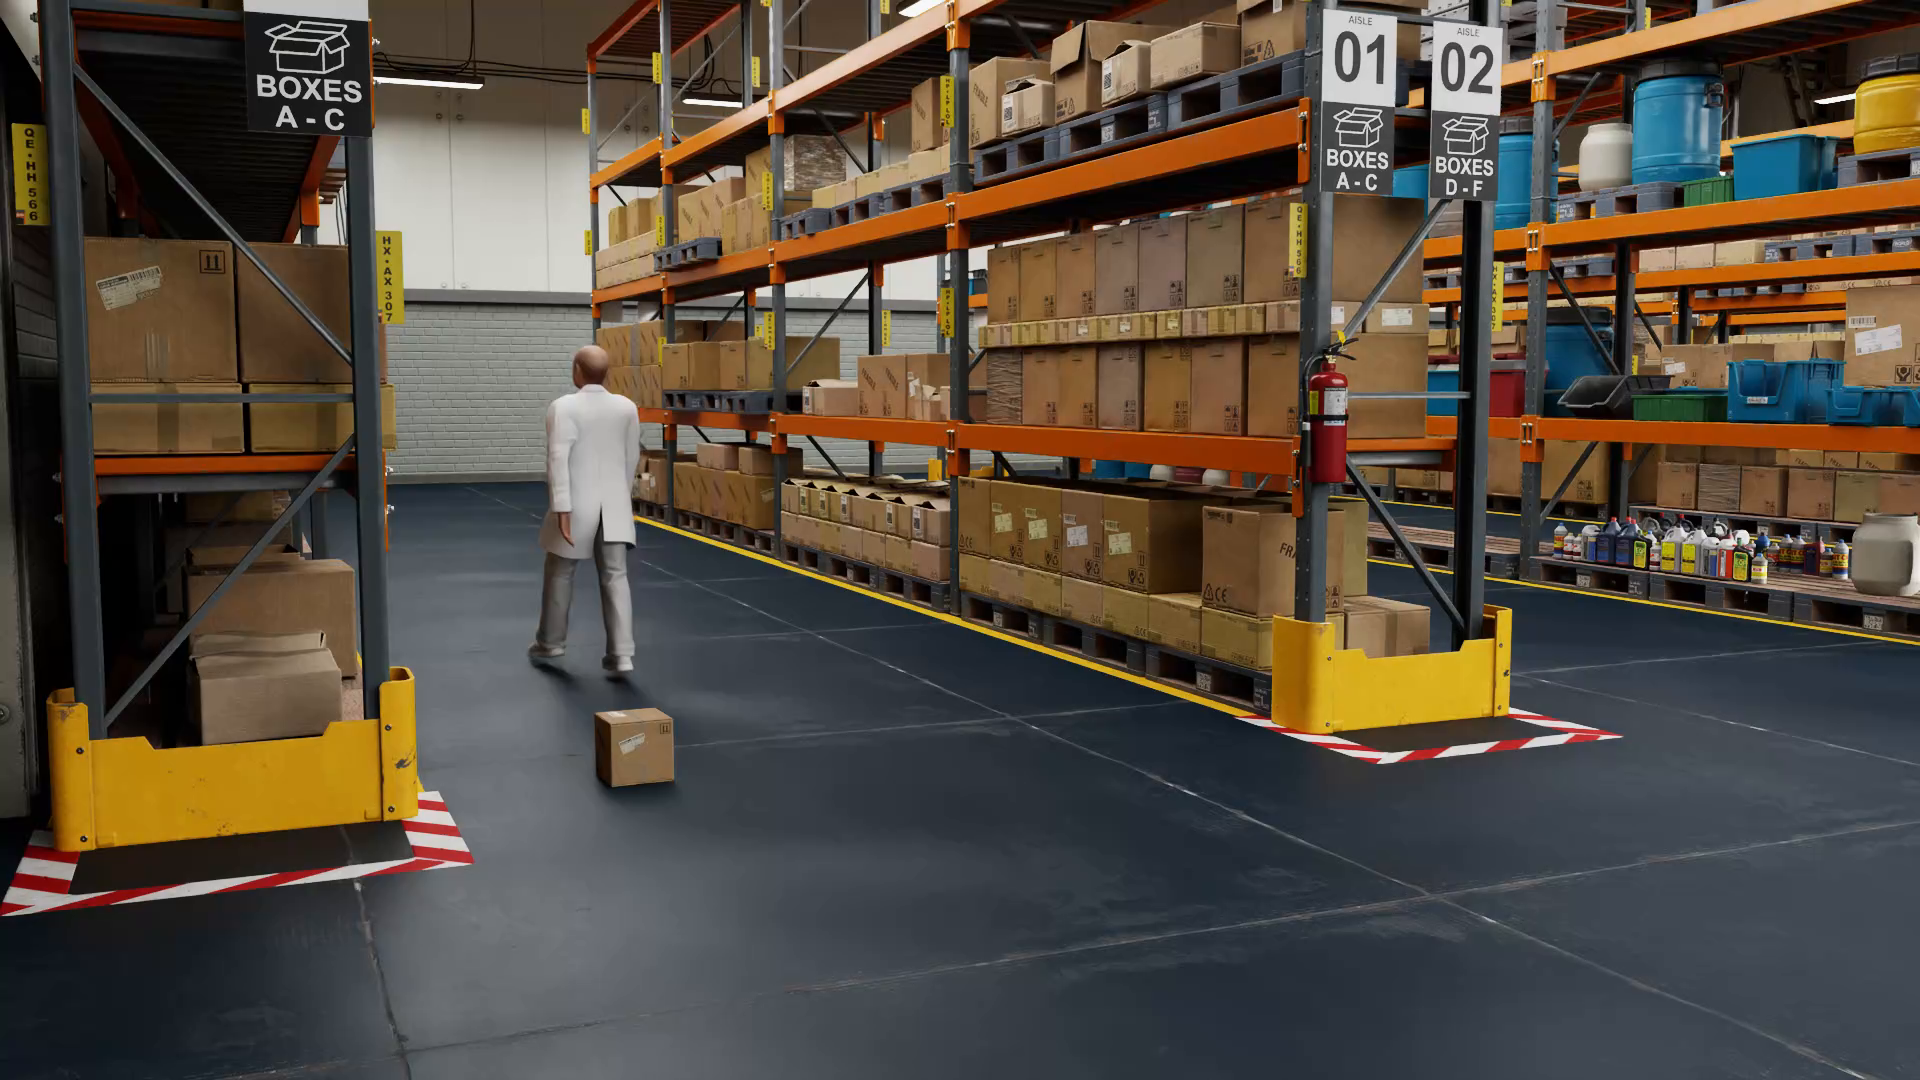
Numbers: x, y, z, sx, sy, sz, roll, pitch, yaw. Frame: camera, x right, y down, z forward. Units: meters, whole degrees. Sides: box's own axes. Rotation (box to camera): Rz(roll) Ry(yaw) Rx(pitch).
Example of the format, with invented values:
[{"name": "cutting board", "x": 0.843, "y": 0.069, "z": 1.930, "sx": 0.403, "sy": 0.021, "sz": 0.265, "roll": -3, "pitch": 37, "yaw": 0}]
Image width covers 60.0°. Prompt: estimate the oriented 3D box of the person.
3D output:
[{"name": "person", "x": -2.033, "y": -0.185, "z": 9.040, "sx": 0.571, "sy": 1.732, "sz": 1.025, "roll": -3, "pitch": 6, "yaw": -31}]
